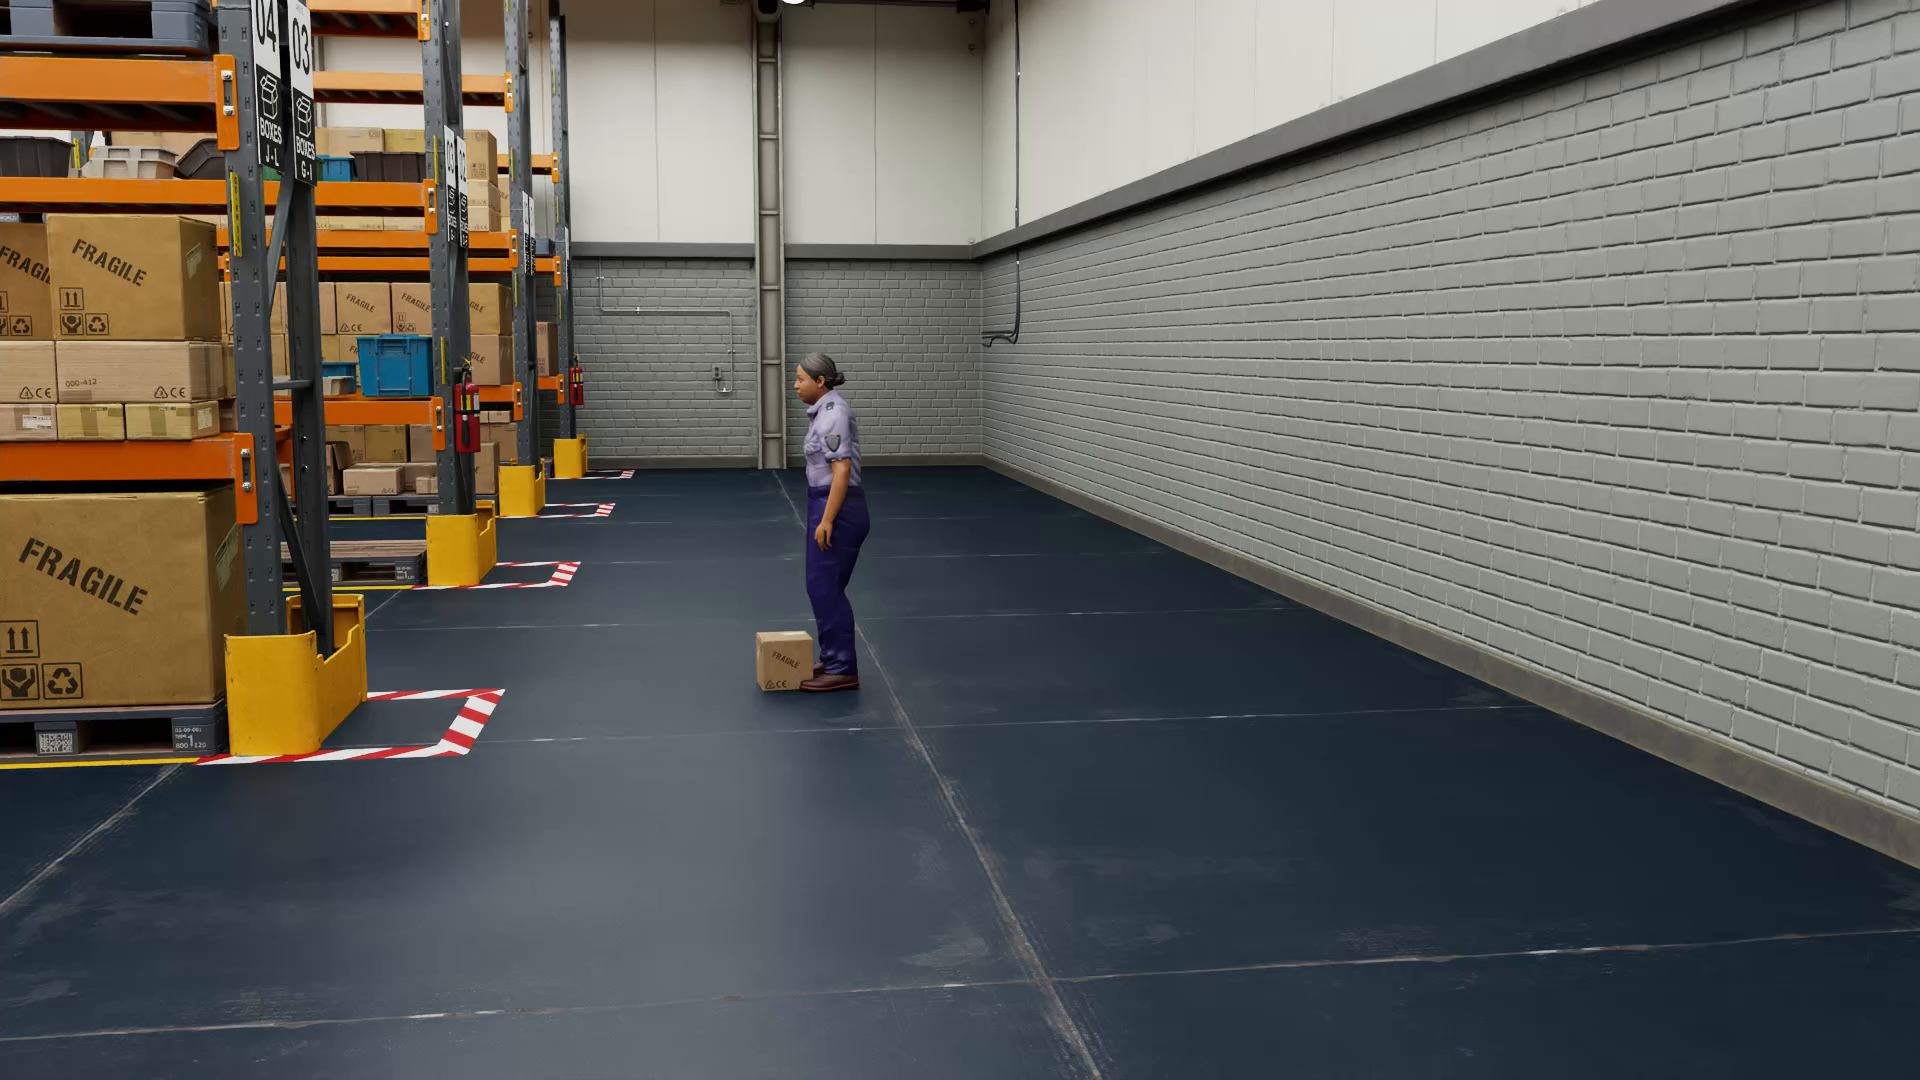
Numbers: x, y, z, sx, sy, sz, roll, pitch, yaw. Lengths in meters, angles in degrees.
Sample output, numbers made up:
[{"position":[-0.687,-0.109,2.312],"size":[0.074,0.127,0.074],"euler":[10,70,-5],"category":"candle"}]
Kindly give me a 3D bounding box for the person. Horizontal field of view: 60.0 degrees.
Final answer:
[{"position":[-0.639,-0.100,8.235],"size":[0.370,1.652,0.539],"euler":[-1,7,-8],"category":"person"}]
